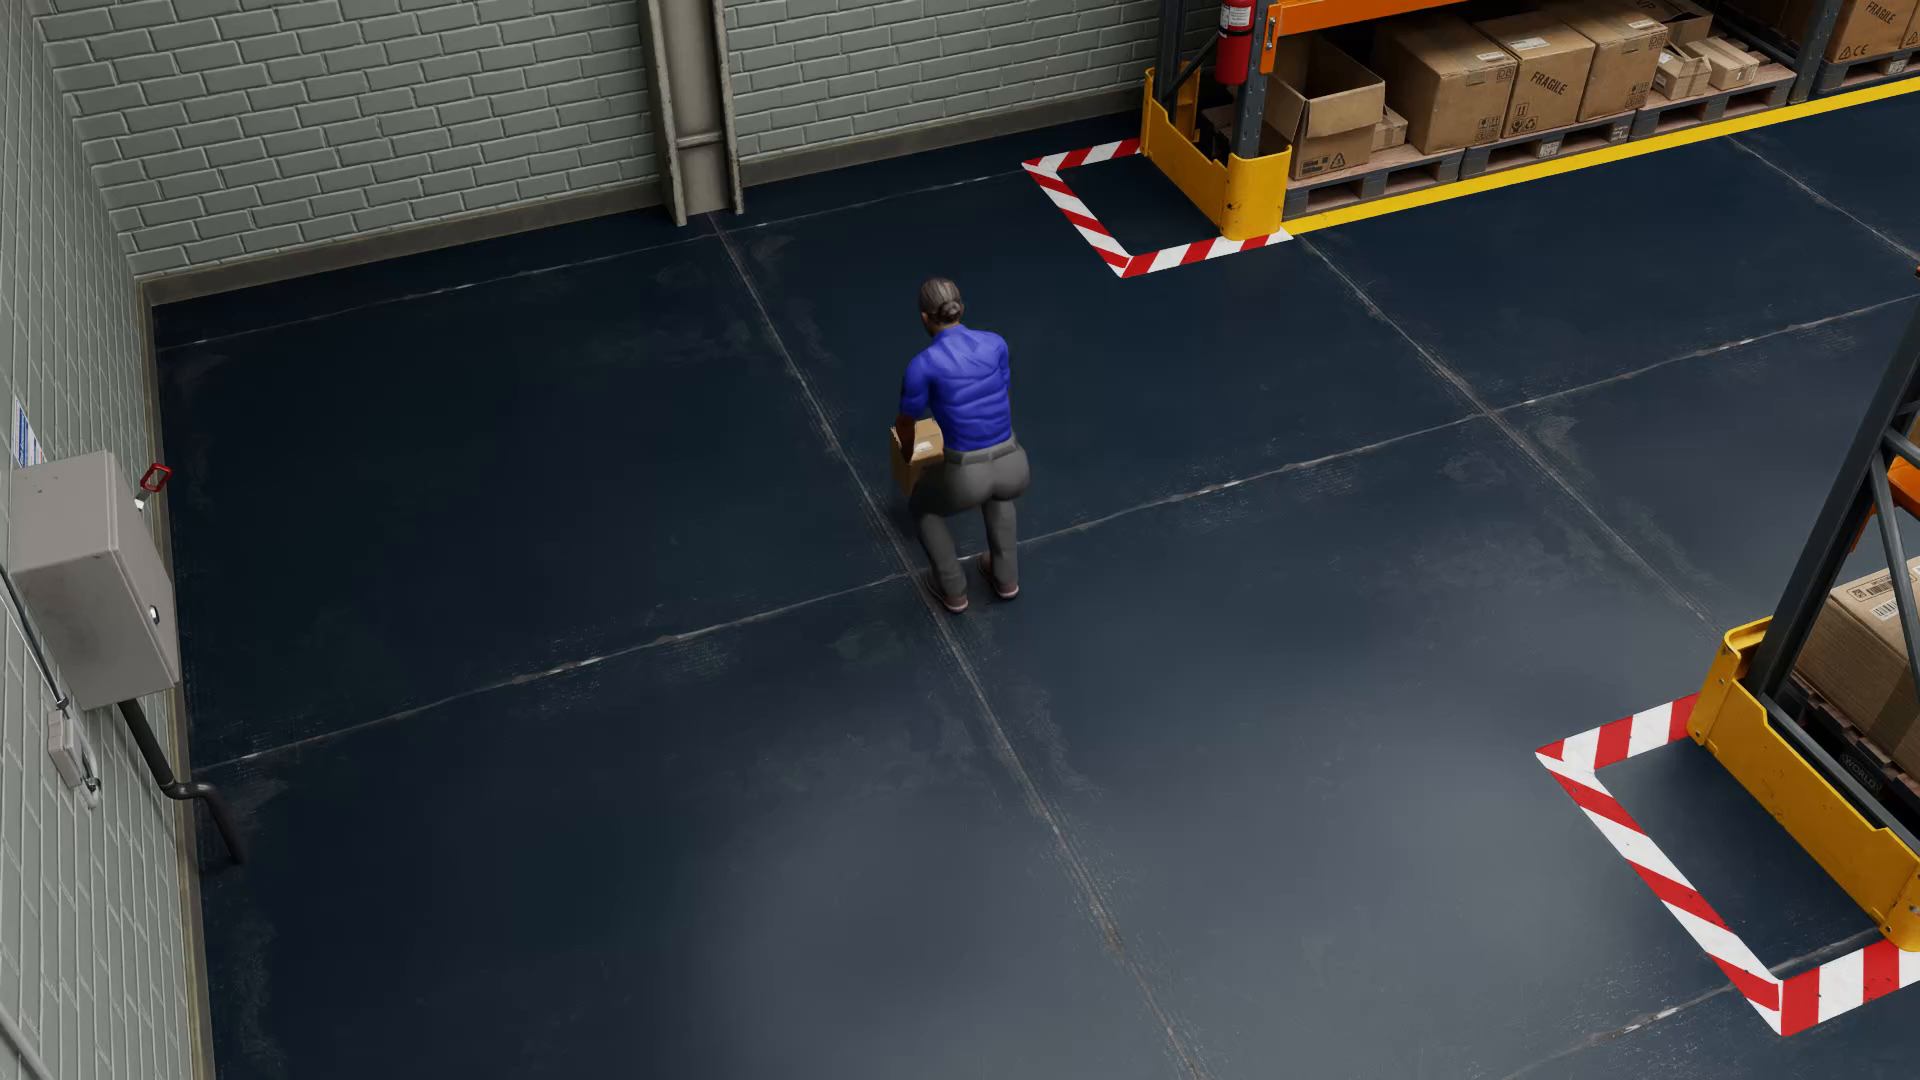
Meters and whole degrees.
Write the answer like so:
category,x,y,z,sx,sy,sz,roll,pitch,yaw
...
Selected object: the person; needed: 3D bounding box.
category,x,y,z,sx,sy,sz,roll,pitch,yaw
person,0.001,-0.340,6.730,0.494,1.417,0.597,-15,44,-16
